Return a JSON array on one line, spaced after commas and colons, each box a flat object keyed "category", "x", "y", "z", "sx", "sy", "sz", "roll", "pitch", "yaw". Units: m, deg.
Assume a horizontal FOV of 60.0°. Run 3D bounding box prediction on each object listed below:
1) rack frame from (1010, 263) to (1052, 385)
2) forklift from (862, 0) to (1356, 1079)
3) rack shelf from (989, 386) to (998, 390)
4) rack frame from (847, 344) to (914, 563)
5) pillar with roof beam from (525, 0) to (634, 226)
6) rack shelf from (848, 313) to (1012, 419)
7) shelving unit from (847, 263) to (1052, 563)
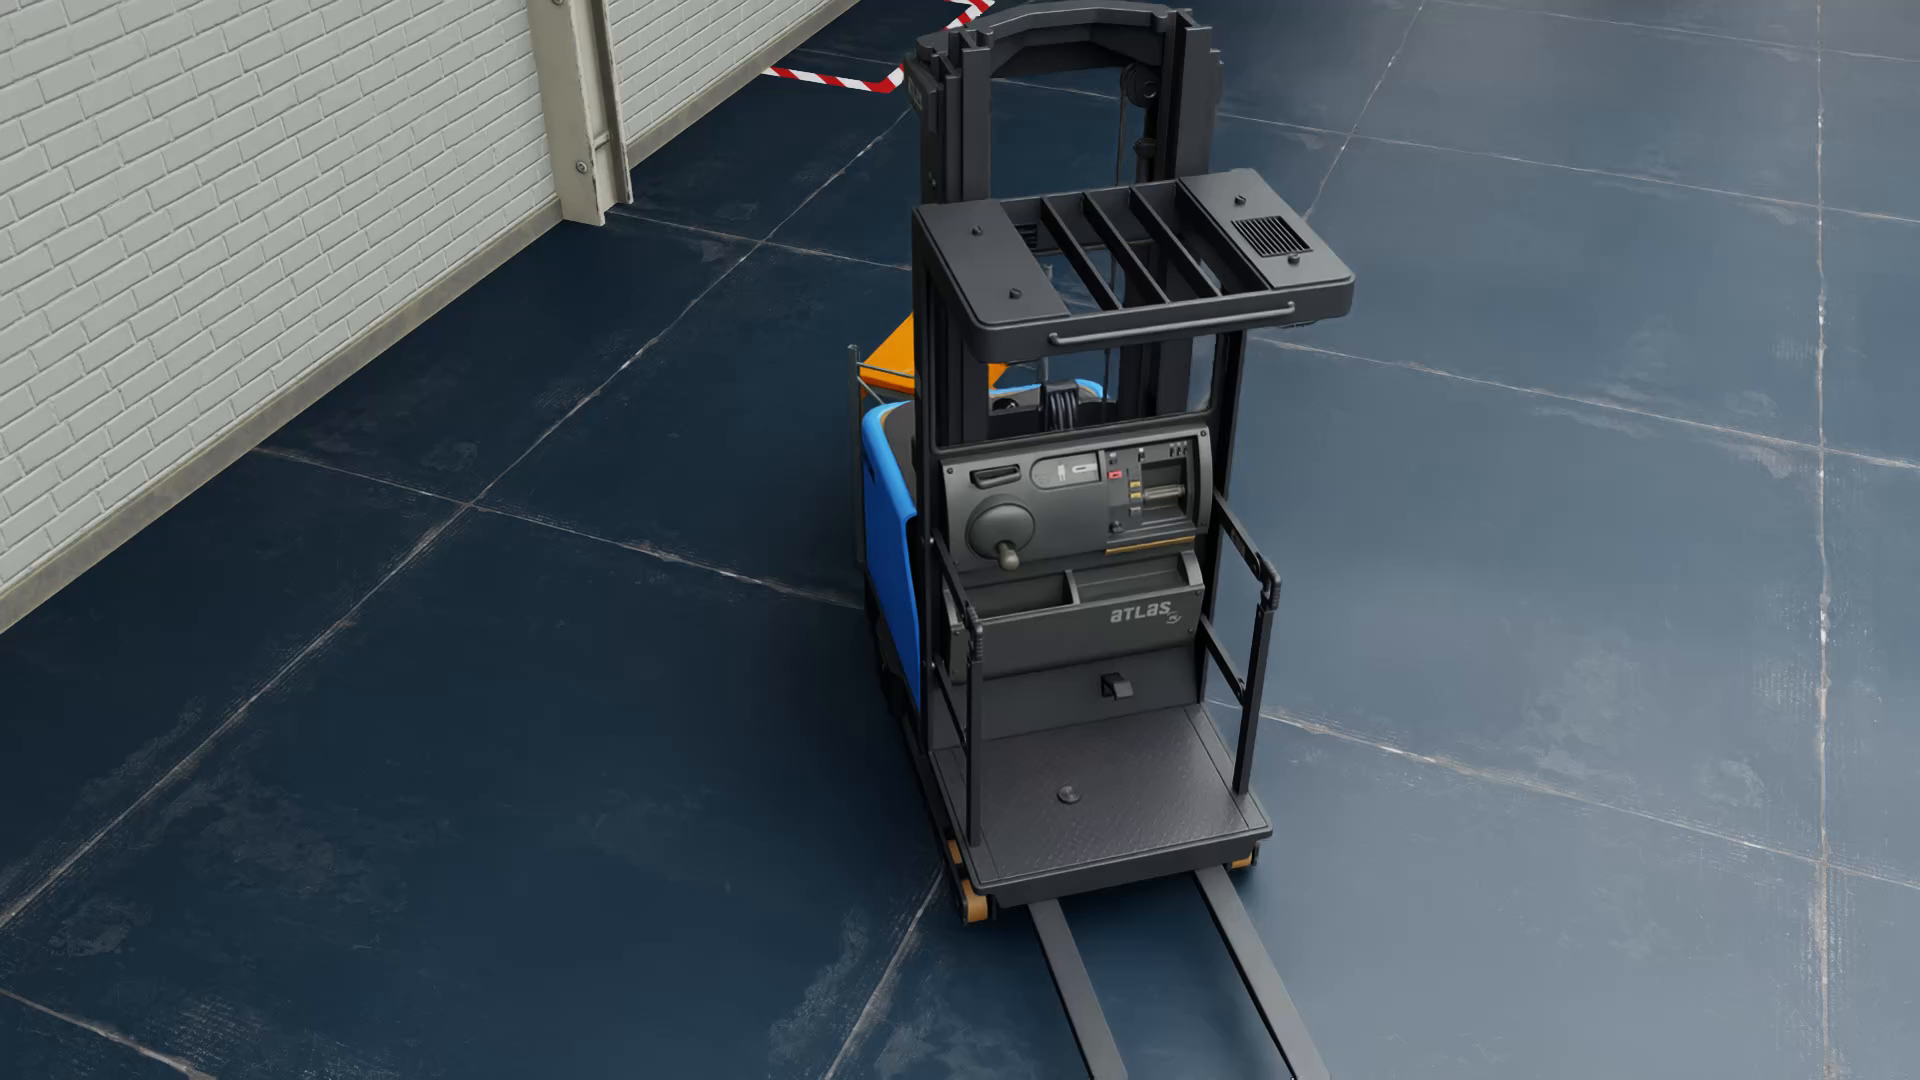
[{"category": "rack frame", "x": 0.183, "y": -0.854, "z": 7.953, "sx": 0.500, "sy": 1.125, "sz": 0.032, "roll": 15, "pitch": 39, "yaw": 19}, {"category": "forklift", "x": 0.456, "y": -0.071, "z": 5.397, "sx": 1.130, "sy": 2.935, "sz": 3.031, "roll": -9, "pitch": 38, "yaw": -12}, {"category": "rack shelf", "x": -0.028, "y": -0.381, "z": 7.729, "sx": 0.538, "sy": 0.278, "sz": 1.000, "roll": 15, "pitch": 39, "yaw": 19}, {"category": "rack frame", "x": -0.239, "y": -0.300, "z": 7.212, "sx": 0.500, "sy": 1.125, "sz": 0.032, "roll": 15, "pitch": 39, "yaw": 19}, {"category": "pillar with roof beam", "x": 1.674, "y": -4.724, "z": 6.554, "sx": 9.100, "sy": 9.000, "sz": 0.400, "roll": 14, "pitch": 39, "yaw": 18}, {"category": "rack shelf", "x": -0.028, "y": -0.811, "z": 7.407, "sx": 0.538, "sy": 0.278, "sz": 1.000, "roll": 15, "pitch": 39, "yaw": 19}, {"category": "shelving unit", "x": -0.028, "y": -0.577, "z": 7.582, "sx": 0.538, "sy": 1.125, "sz": 1.048, "roll": 15, "pitch": 39, "yaw": 19}]
